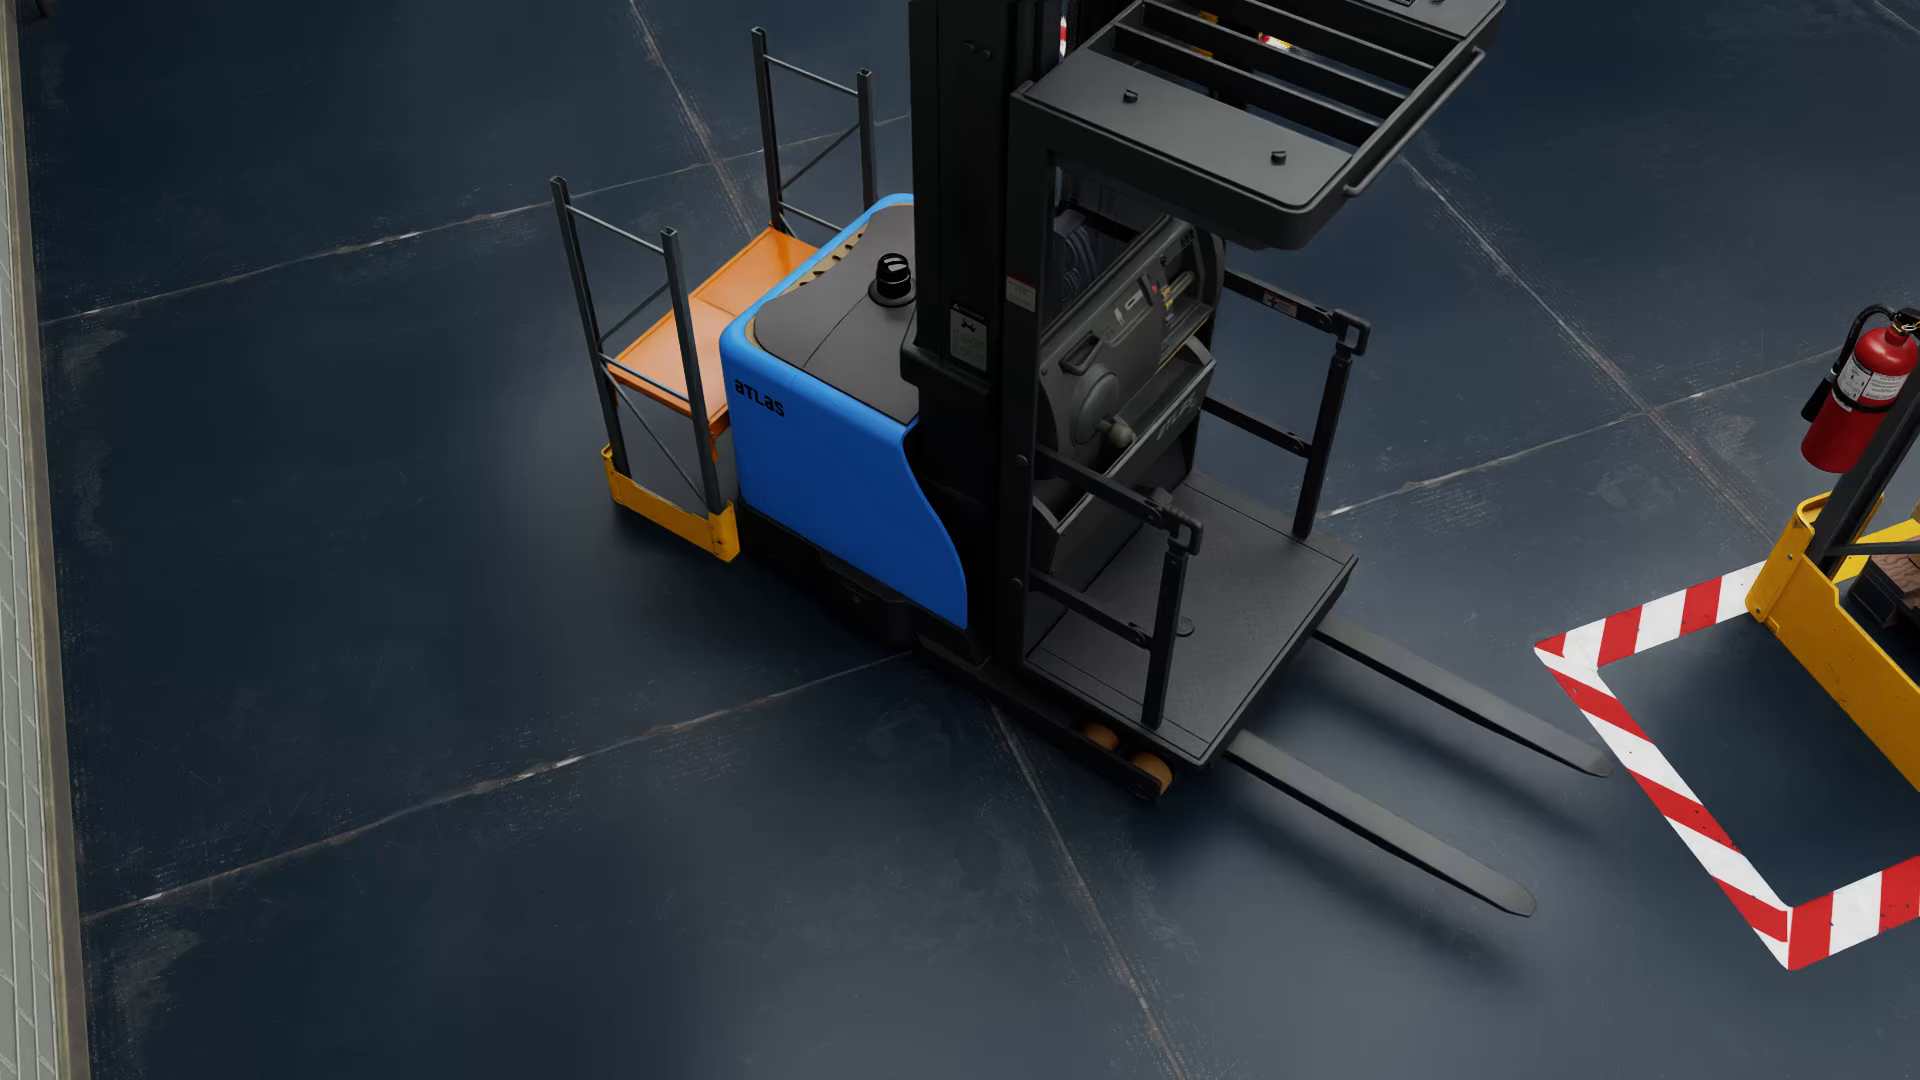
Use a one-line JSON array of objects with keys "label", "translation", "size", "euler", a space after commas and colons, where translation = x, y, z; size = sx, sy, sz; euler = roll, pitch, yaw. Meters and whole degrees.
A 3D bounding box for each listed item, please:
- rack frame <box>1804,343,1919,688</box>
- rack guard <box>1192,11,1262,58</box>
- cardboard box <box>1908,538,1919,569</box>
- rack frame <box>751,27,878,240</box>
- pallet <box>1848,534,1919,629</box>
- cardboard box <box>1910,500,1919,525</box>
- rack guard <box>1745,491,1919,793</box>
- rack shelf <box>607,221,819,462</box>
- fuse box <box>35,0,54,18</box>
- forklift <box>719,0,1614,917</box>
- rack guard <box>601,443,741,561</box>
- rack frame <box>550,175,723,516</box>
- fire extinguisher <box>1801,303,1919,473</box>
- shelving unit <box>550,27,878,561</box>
[{"label": "rack frame", "translation": [3.145, -0.383, 4.601], "size": [0.127, 3.000, 1.000], "euler": [-17, 52, -14]}, {"label": "rack guard", "translation": [1.158, -3.009, 8.505], "size": [0.348, 0.500, 1.175], "euler": [-17, 52, -14]}, {"label": "cardboard box", "translation": [3.554, 0.112, 5.779], "size": [0.250, 0.149, 0.380], "euler": [-16, 51, -14]}, {"label": "rack frame", "translation": [-0.513, -1.192, 6.285], "size": [0.500, 1.500, 0.032], "euler": [27, 55, 21]}, {"label": "pallet", "translation": [3.981, 0.296, 5.857], "size": [1.213, 0.211, 1.003], "euler": [-17, 52, -14]}, {"label": "cardboard box", "translation": [3.526, -0.039, 5.713], "size": [0.250, 0.149, 0.380], "euler": [-18, 52, -15]}, {"label": "rack guard", "translation": [3.216, 0.410, 5.568], "size": [0.348, 0.500, 1.175], "euler": [-17, 52, -14]}, {"label": "rack shelf", "translation": [-0.797, -0.755, 6.147], "size": [0.538, 0.185, 1.000], "euler": [27, 55, 21]}, {"label": "fuse box", "translation": [-4.691, -3.294, 7.951], "size": [0.414, 1.711, 0.539], "euler": [-17, 52, -14]}, {"label": "forklift", "translation": [0.683, -0.560, 4.799], "size": [3.031, 2.935, 1.130], "euler": [29, 55, 23]}, {"label": "rack guard", "translation": [-1.079, -0.146, 6.210], "size": [0.587, 0.250, 0.087], "euler": [27, 55, 21]}, {"label": "rack frame", "translation": [-1.080, -0.552, 5.735], "size": [0.500, 1.500, 0.032], "euler": [27, 55, 21]}, {"label": "fire extinguisher", "translation": [2.737, -0.488, 4.989], "size": [0.183, 0.674, 0.296], "euler": [-17, 52, -14]}, {"label": "shelving unit", "translation": [-0.802, -0.867, 6.006], "size": [0.587, 1.500, 1.083], "euler": [27, 55, 21]}]
